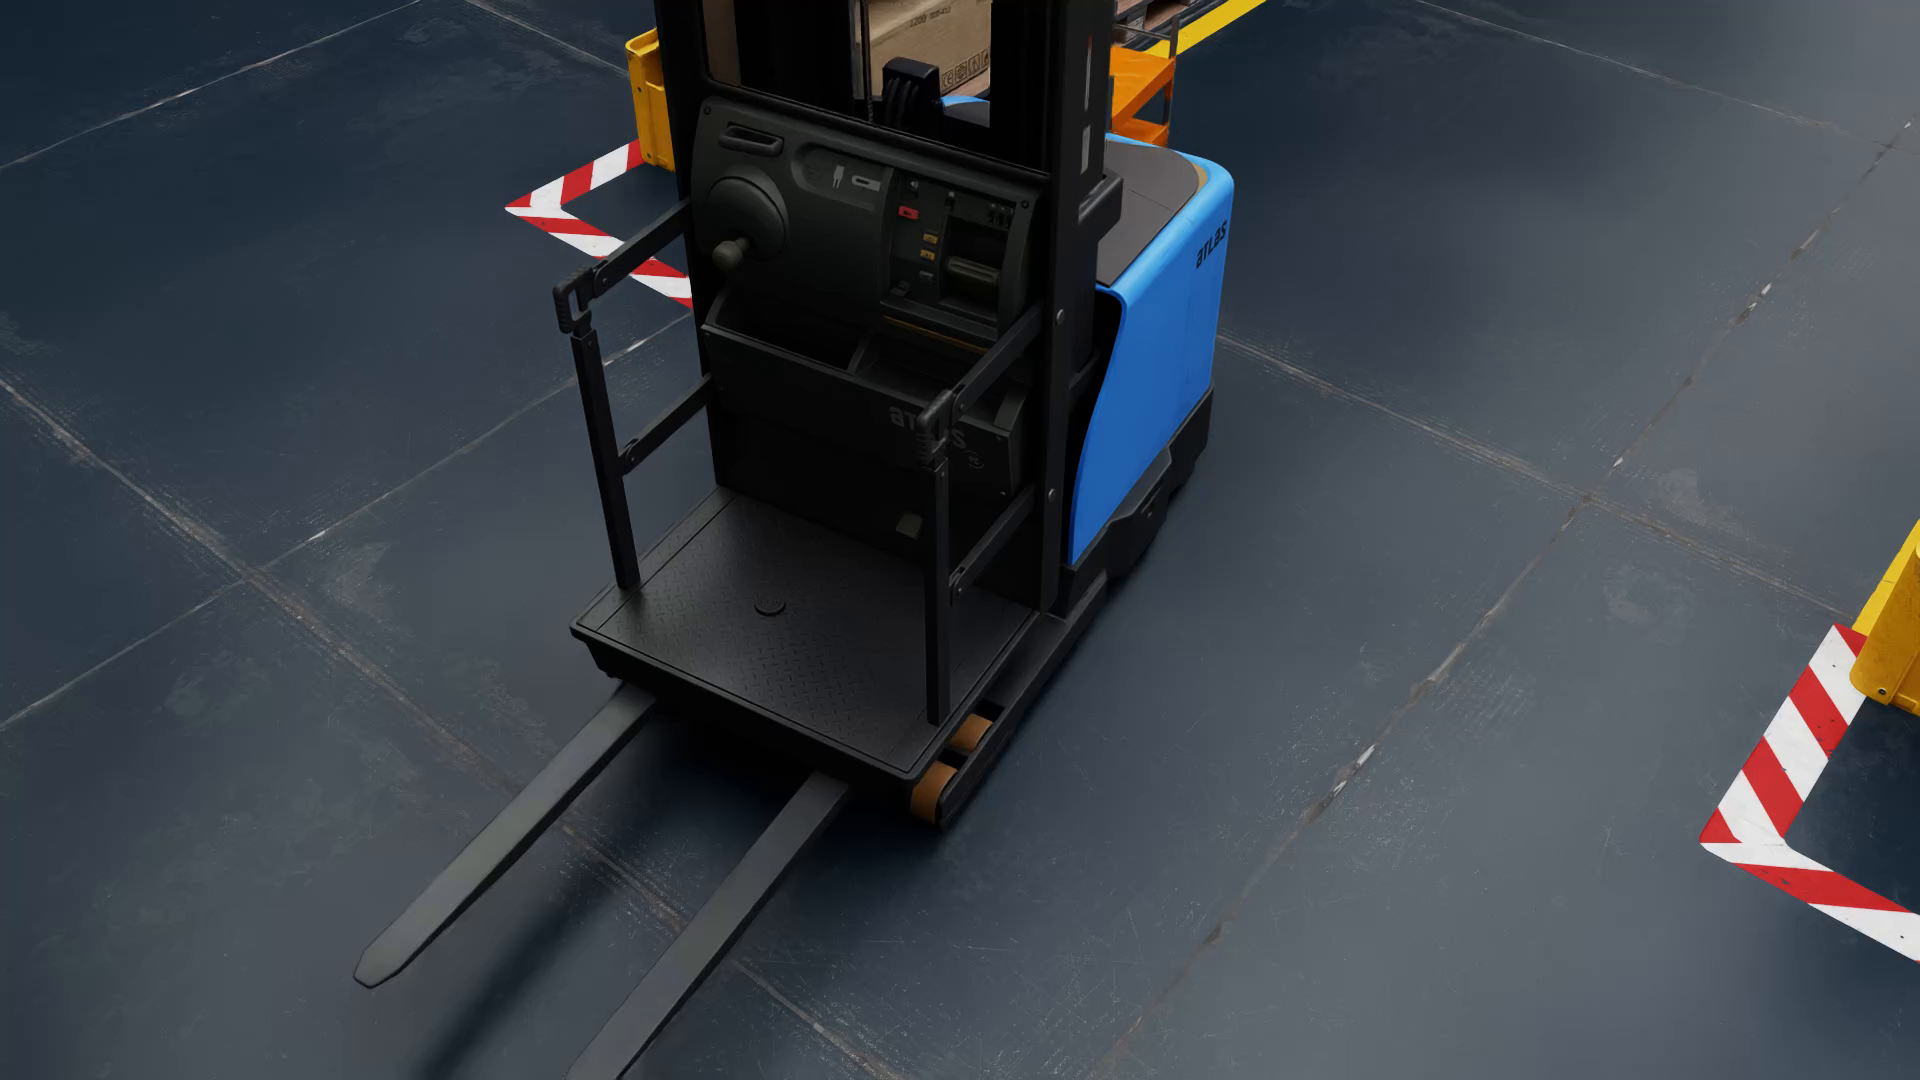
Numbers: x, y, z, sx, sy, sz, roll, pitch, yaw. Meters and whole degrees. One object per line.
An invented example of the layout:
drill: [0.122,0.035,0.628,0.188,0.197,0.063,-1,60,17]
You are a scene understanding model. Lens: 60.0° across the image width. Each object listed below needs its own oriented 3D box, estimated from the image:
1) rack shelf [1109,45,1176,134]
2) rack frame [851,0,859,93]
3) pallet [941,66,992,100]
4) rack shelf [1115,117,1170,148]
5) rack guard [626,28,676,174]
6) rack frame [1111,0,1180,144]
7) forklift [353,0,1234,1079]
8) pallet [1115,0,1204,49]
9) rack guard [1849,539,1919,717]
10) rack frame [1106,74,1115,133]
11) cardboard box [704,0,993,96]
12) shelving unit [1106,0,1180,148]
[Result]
rack shelf: [0.474,-1.416,5.326,0.258,0.148,0.480,21,45,21]
rack frame: [-0.801,-2.580,5.858,1.000,3.000,0.127,29,50,28]
pallet: [-0.347,-1.994,7.286,1.003,0.211,1.213,29,50,28]
rack shelf: [0.473,-1.239,5.483,0.258,0.148,0.480,21,45,21]
rack guard: [-0.817,-1.643,6.685,1.175,0.500,0.348,29,50,28]
rack frame: [0.591,-1.263,5.747,0.240,1.200,0.015,21,45,21]
forklift: [-0.352,-0.687,3.827,1.130,2.935,3.031,21,46,22]
pallet: [0.439,-2.619,7.974,1.003,0.211,1.213,29,50,28]
rack guard: [3.101,0.397,4.442,1.175,0.500,0.348,29,50,28]
rack frame: [0.352,-0.981,5.428,0.240,1.200,0.015,21,45,21]
cardboard box: [-0.453,-2.171,7.000,0.875,0.438,0.875,28,49,27]
shelving unit: [0.472,-1.122,5.587,0.258,1.200,0.503,21,45,21]
